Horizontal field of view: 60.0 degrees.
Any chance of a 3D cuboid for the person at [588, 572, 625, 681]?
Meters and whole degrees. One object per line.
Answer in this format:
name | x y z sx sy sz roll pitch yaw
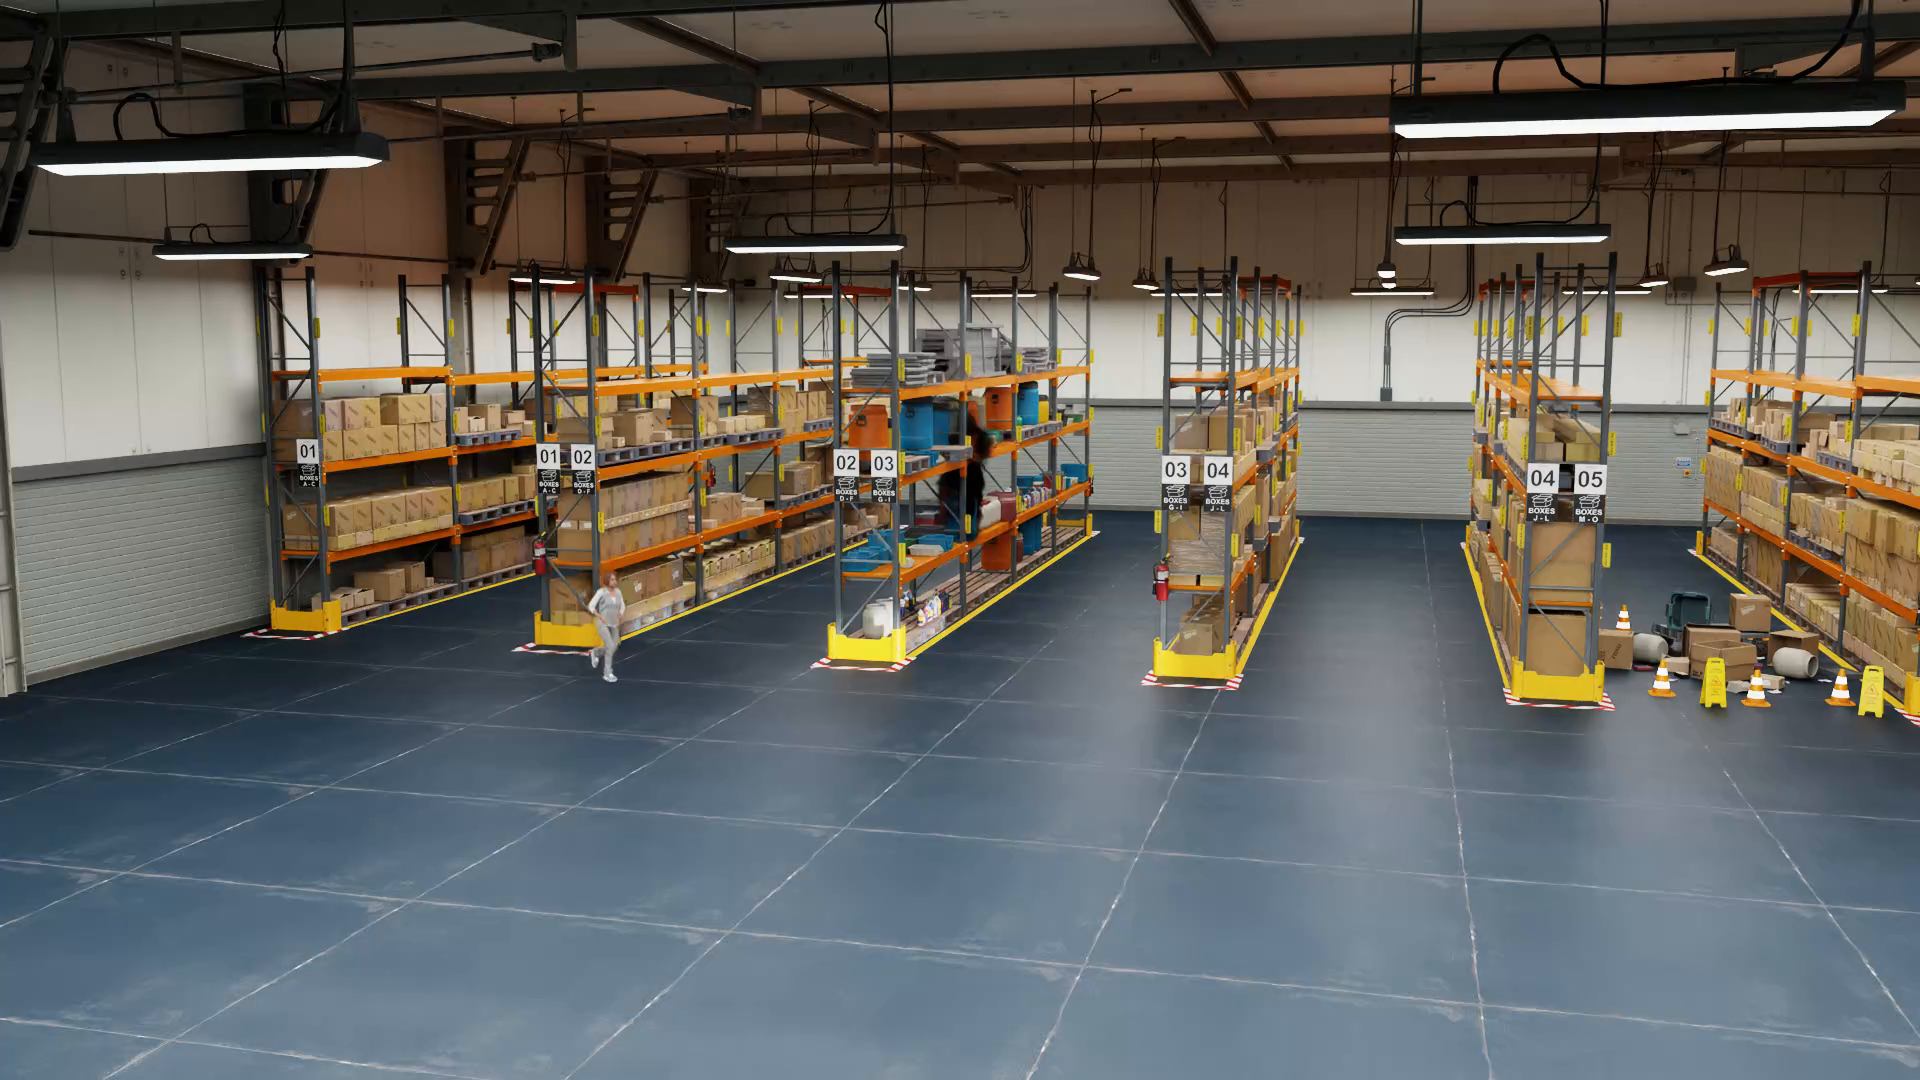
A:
person | -5.096 1.226 23.922 0.575 1.557 0.632 -7 10 -42
